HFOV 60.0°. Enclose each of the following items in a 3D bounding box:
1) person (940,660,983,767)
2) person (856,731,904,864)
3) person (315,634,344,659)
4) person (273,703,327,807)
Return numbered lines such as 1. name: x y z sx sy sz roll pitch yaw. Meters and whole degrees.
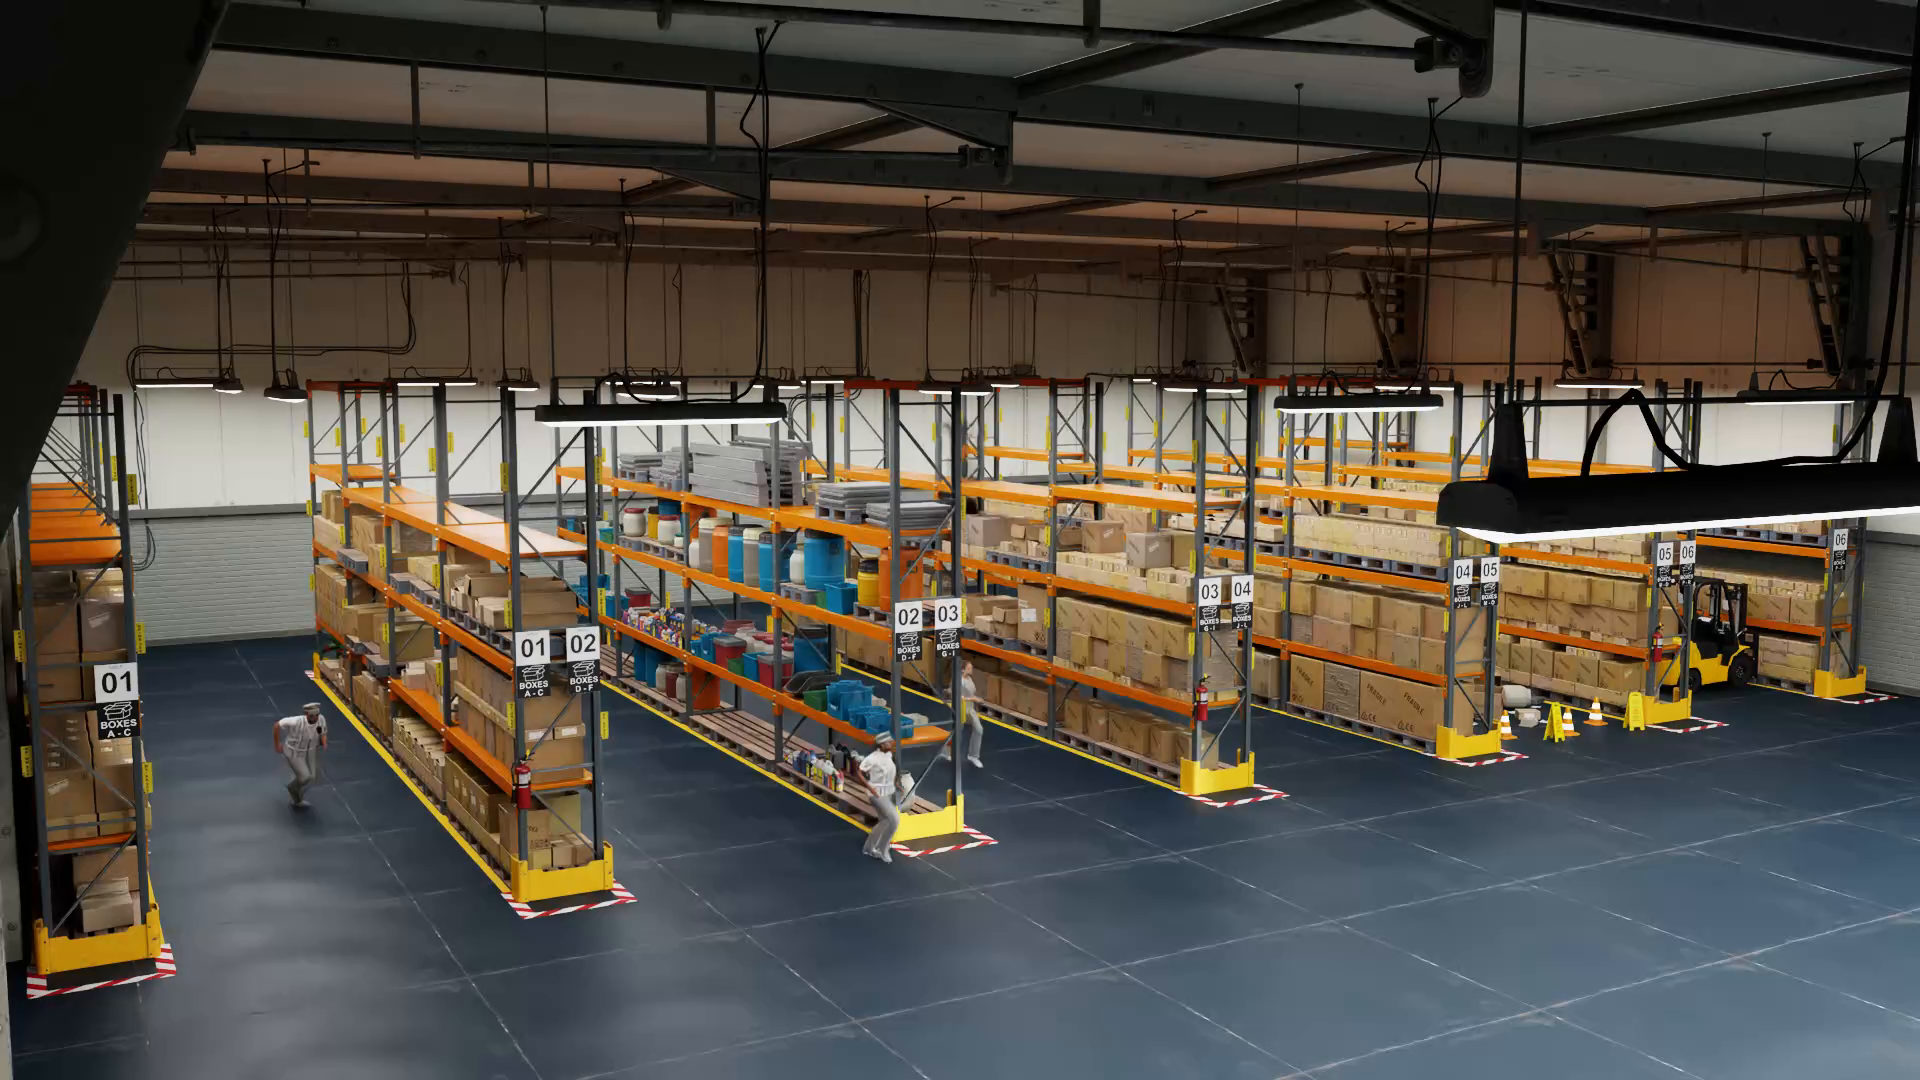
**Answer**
1. person: 0.039 2.725 26.181 0.809 1.710 0.507 5 8 39
2. person: -0.973 3.260 21.152 0.628 1.682 0.590 3 7 28
3. person: -13.101 1.789 34.659 0.768 1.749 0.696 -3 7 -24
4. person: -9.306 3.061 23.514 0.887 1.559 0.694 5 8 38
